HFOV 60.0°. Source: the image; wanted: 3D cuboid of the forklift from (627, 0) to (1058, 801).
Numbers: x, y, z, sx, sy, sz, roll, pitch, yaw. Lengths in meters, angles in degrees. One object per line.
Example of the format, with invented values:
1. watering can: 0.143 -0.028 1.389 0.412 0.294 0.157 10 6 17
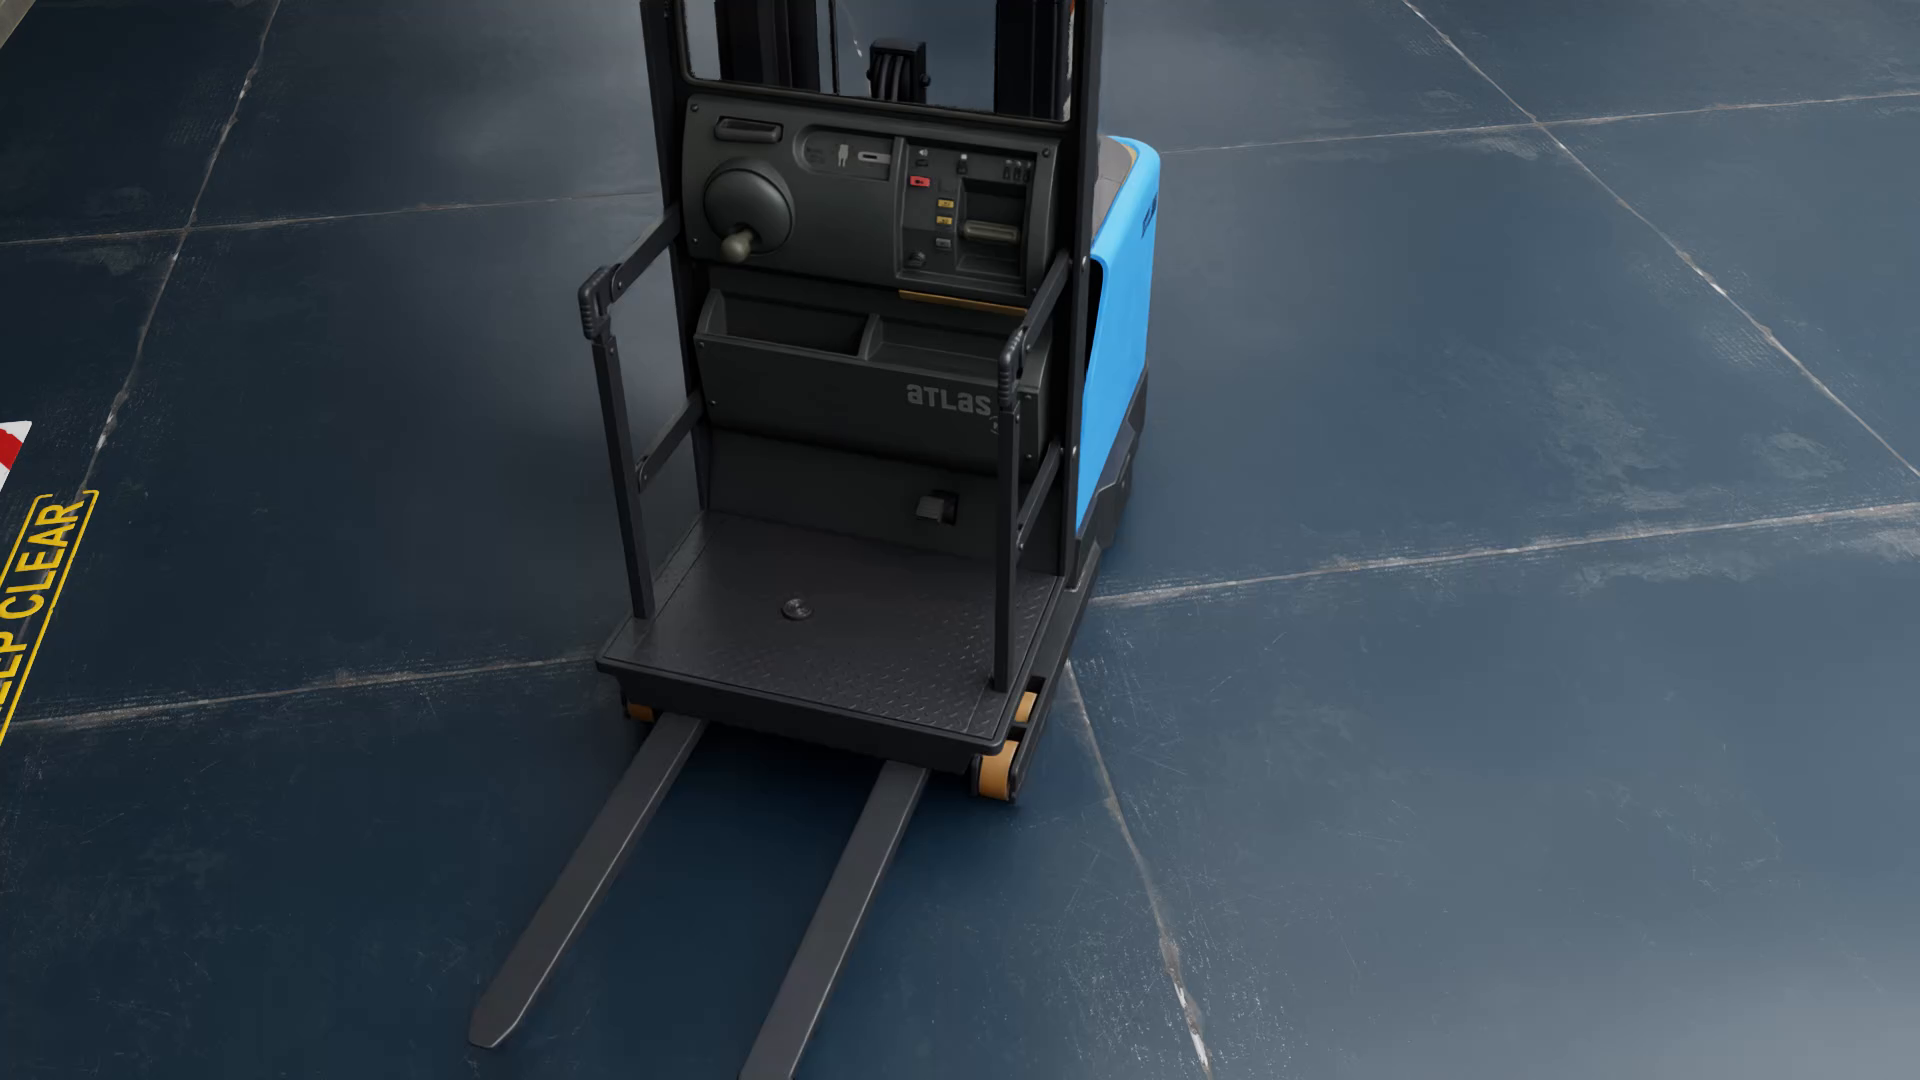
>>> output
1. forklift: -0.292 -0.750 3.826 1.121 2.935 3.031 10 39 13
